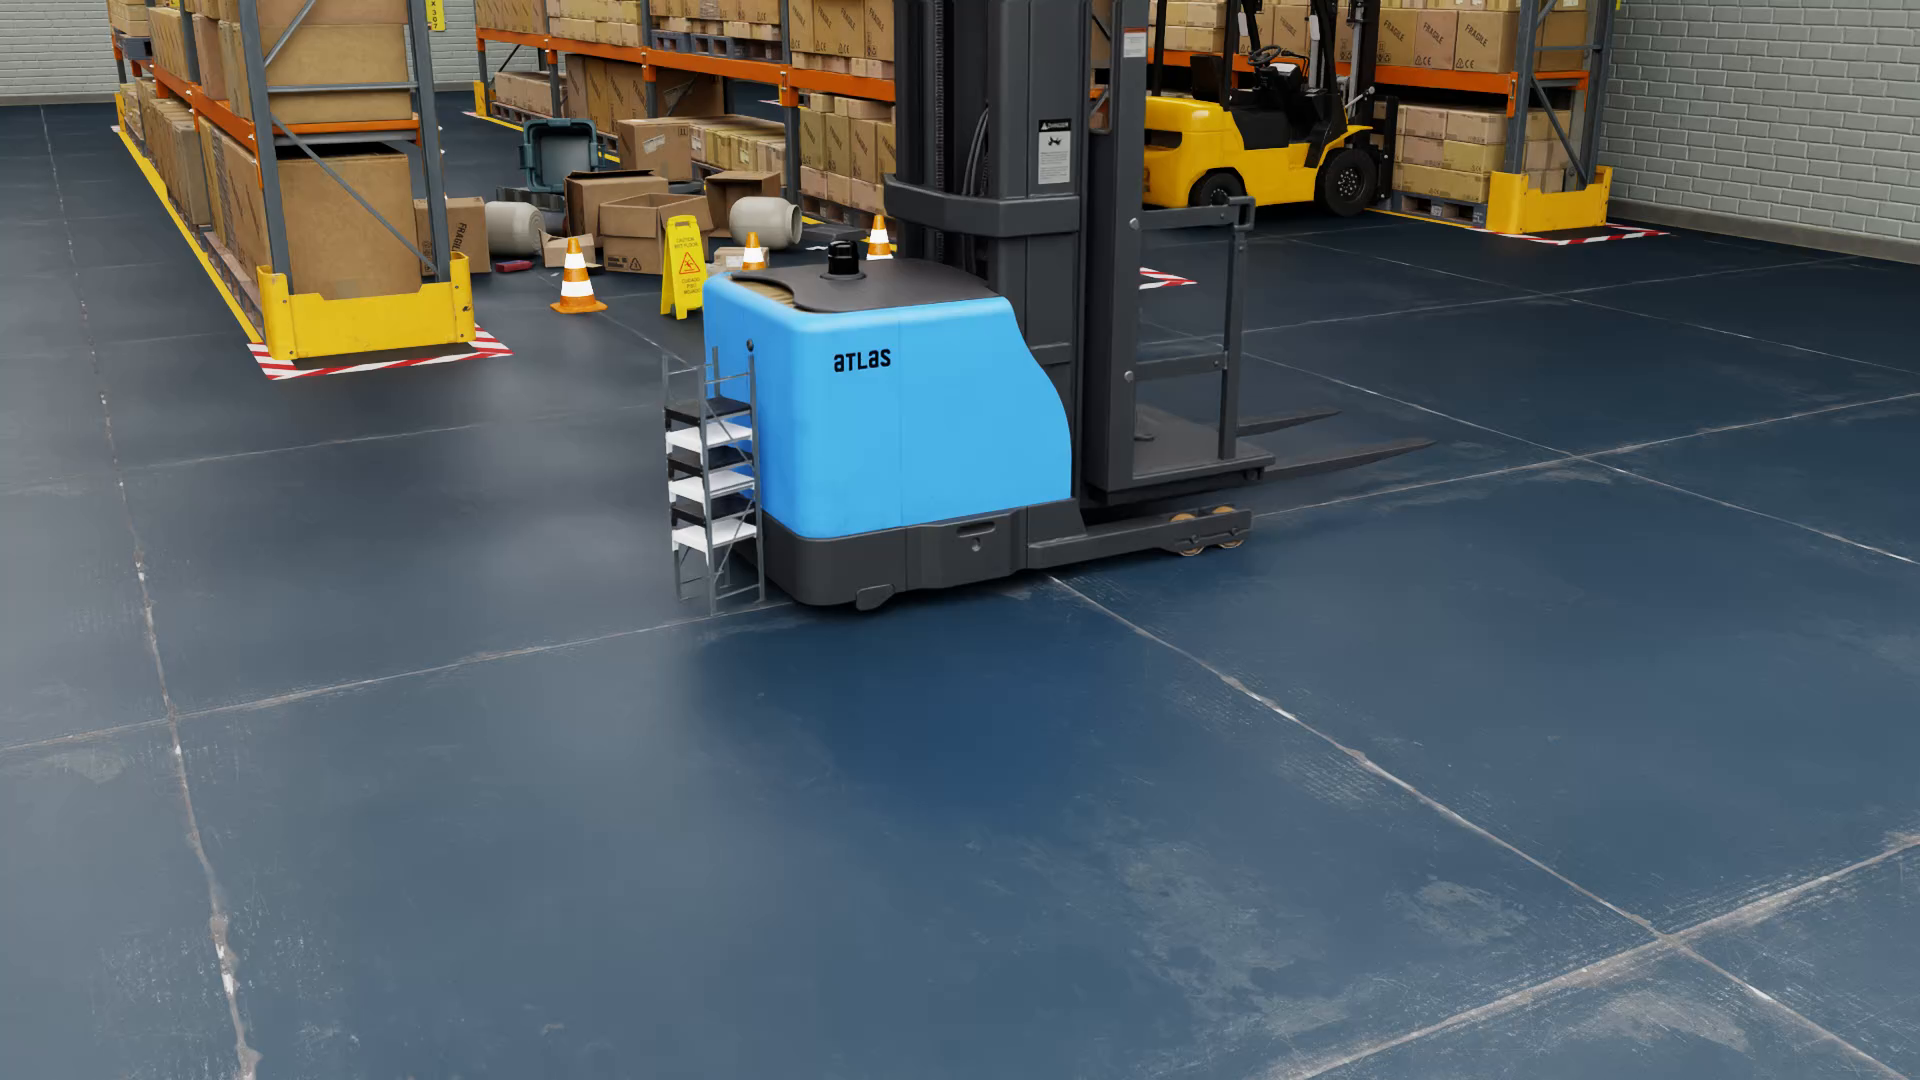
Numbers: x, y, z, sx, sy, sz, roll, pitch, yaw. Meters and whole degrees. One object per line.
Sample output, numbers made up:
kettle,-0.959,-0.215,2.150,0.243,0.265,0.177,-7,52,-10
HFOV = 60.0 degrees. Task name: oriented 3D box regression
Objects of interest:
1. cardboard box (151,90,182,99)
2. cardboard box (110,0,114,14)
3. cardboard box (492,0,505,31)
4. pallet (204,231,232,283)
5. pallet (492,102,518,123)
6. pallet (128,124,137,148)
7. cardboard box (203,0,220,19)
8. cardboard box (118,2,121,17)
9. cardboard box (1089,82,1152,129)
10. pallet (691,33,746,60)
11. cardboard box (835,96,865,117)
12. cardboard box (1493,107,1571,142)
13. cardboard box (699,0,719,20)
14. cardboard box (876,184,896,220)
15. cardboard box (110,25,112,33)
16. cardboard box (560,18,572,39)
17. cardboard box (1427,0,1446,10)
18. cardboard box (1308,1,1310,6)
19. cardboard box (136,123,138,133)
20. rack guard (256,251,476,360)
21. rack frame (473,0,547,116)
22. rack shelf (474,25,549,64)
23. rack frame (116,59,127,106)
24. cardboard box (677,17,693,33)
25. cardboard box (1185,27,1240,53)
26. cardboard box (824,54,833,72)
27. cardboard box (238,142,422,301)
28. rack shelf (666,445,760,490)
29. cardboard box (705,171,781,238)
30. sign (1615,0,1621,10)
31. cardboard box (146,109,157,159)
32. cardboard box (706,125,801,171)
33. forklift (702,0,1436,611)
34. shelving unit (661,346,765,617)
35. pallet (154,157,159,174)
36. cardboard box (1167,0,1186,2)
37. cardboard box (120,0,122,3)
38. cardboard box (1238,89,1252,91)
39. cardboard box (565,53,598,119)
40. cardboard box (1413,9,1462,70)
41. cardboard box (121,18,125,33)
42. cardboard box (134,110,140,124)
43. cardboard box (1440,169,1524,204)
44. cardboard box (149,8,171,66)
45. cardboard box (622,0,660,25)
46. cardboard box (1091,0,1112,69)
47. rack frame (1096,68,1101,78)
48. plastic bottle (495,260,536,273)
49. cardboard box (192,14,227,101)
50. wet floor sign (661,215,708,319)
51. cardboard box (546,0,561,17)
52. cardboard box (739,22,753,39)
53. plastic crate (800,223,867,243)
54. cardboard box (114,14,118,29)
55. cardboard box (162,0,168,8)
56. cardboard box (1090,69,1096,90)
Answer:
cardboard box,-7.905,-4.425,16.895,0.500,0.250,0.500,-11,22,-28
cardboard box,-9.342,-6.008,18.729,0.380,0.149,0.250,-10,22,-28
cardboard box,-6.374,-7.565,23.804,0.500,0.500,0.500,-10,21,-27
pallet,-5.158,-2.201,12.686,1.003,0.211,1.213,-10,21,-27
pallet,-6.392,-6.454,25.013,1.003,0.211,1.213,-10,21,-27
pallet,-10.182,-5.266,21.568,1.003,0.211,1.213,-10,21,-27
cardboard box,-4.548,-3.753,11.022,0.875,0.550,0.500,-10,21,-27
cardboard box,-8.599,-5.559,17.429,0.380,0.149,0.250,-9,21,-25
cardboard box,1.927,-5.172,20.018,0.875,0.625,0.625,-9,21,-25
pallet,-2.065,-5.041,16.936,1.003,0.211,1.213,-10,21,-27
cardboard box,-0.847,-3.701,14.187,0.380,0.149,0.250,-9,21,-25
cardboard box,5.063,-3.706,14.810,0.500,0.250,0.500,-10,22,-27
cardboard box,-2.289,-5.470,16.632,0.500,0.500,0.500,-11,22,-29
cardboard box,-0.355,-2.785,13.676,0.500,0.250,0.500,-11,22,-29
cardboard box,-11.283,-6.932,22.506,0.380,0.149,0.250,-10,21,-27
cardboard box,-4.717,-6.455,20.971,0.500,0.250,0.500,-11,22,-28
cardboard box,4.388,-4.803,14.803,0.380,0.149,0.250,-10,21,-27
cardboard box,3.592,-5.234,16.054,0.380,0.149,0.250,-10,22,-27
cardboard box,-9.967,-5.110,20.569,0.380,0.149,0.250,-11,22,-28
rack guard,-3.539,-1.413,9.959,1.175,0.500,0.348,-10,21,-27
rack frame,-6.840,-7.990,25.188,1.000,3.000,0.127,-10,21,-27
rack shelf,-5.890,-7.076,23.642,1.077,0.370,4.000,-10,21,-27
rack frame,-11.148,-7.194,22.882,1.000,3.000,0.127,-10,21,-27
cardboard box,-2.744,-5.397,17.415,0.380,0.149,0.250,-10,21,-26
cardboard box,2.755,-5.348,17.763,0.500,0.250,0.500,-9,21,-25
cardboard box,-0.956,-4.150,14.446,0.380,0.149,0.250,-10,21,-27
cardboard box,-3.931,-1.980,10.384,0.875,0.875,0.875,-10,21,-26
rack shelf,-0.864,-0.260,5.831,0.200,0.077,0.258,18,26,42
cardboard box,-1.830,-2.846,14.110,0.500,0.500,0.500,4,19,11
sign,5.615,-4.698,14.199,0.100,0.325,0.005,-10,21,-27
cardboard box,-8.401,-4.362,17.862,0.500,0.500,0.500,-11,22,-29
cardboard box,-2.069,-4.057,17.175,0.950,0.372,0.625,-9,21,-25
forklift,0.566,-1.461,6.373,3.031,2.935,1.130,-10,21,-27
shelving unit,-0.864,-0.207,5.849,0.210,0.900,0.258,18,26,42
pallet,-8.295,-4.154,18.346,1.003,0.211,1.213,-10,21,-27
cardboard box,2.417,-5.937,18.092,0.380,0.149,0.250,-11,22,-28
cardboard box,-8.357,-5.552,16.952,0.380,0.149,0.250,-9,21,-25
cardboard box,3.178,-4.499,17.110,0.500,0.250,0.500,-10,22,-27
cardboard box,-4.576,-5.870,21.659,0.875,0.875,0.875,-9,21,-25
cardboard box,4.421,-4.465,14.820,0.500,0.500,0.500,-9,21,-25
cardboard box,-8.472,-5.342,17.257,0.380,0.149,0.250,-11,22,-29
cardboard box,-9.818,-5.154,20.241,0.380,0.149,0.250,-11,22,-29
cardboard box,4.623,-3.152,14.738,0.500,0.250,0.500,-10,21,-26
cardboard box,-7.130,-4.629,15.294,0.500,0.500,0.500,-10,22,-27
cardboard box,-3.495,-5.959,18.765,0.500,0.250,0.500,-10,21,-27
cardboard box,0.777,-3.764,12.331,0.500,0.500,0.500,-10,22,-27
rack frame,1.325,-6.463,20.764,1.000,3.000,0.127,-10,21,-27
plastic bottle,-3.343,-2.064,12.519,0.133,0.061,0.283,16,25,39
cardboard box,-4.831,-3.389,11.623,0.875,0.550,0.550,-10,21,-27
wet floor sign,-1.794,-1.787,10.820,0.267,0.644,0.232,-14,24,-36
cardboard box,-4.980,-6.837,21.311,0.500,0.250,0.500,-11,22,-28
cardboard box,-1.893,-4.877,15.907,0.380,0.149,0.250,-10,22,-28
plastic crate,-1.118,-2.587,14.007,0.583,0.080,0.402,16,25,39
cardboard box,-9.215,-5.790,18.555,0.380,0.149,0.250,-10,21,-26
cardboard box,-7.145,-5.287,15.669,0.700,0.500,0.500,-10,21,-27
cardboard box,0.779,-3.408,12.294,0.380,0.149,0.250,-10,21,-26
